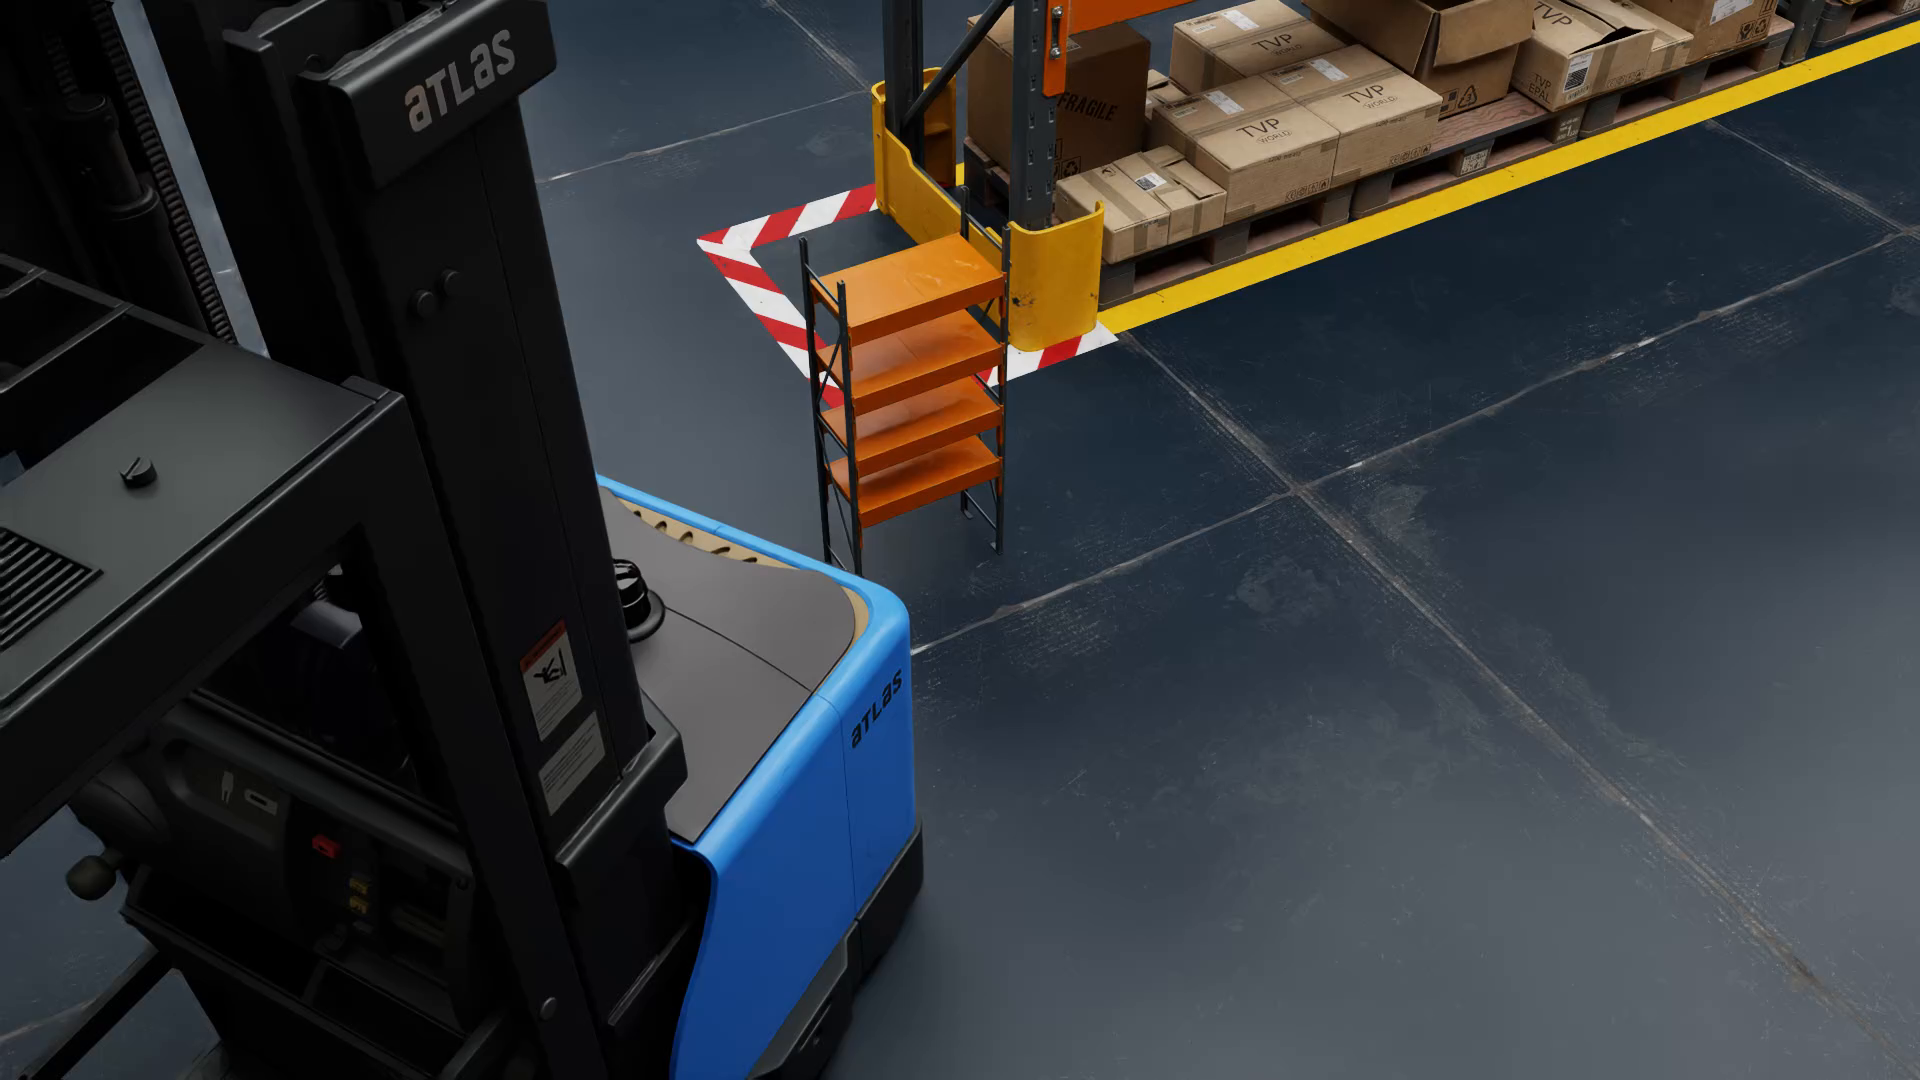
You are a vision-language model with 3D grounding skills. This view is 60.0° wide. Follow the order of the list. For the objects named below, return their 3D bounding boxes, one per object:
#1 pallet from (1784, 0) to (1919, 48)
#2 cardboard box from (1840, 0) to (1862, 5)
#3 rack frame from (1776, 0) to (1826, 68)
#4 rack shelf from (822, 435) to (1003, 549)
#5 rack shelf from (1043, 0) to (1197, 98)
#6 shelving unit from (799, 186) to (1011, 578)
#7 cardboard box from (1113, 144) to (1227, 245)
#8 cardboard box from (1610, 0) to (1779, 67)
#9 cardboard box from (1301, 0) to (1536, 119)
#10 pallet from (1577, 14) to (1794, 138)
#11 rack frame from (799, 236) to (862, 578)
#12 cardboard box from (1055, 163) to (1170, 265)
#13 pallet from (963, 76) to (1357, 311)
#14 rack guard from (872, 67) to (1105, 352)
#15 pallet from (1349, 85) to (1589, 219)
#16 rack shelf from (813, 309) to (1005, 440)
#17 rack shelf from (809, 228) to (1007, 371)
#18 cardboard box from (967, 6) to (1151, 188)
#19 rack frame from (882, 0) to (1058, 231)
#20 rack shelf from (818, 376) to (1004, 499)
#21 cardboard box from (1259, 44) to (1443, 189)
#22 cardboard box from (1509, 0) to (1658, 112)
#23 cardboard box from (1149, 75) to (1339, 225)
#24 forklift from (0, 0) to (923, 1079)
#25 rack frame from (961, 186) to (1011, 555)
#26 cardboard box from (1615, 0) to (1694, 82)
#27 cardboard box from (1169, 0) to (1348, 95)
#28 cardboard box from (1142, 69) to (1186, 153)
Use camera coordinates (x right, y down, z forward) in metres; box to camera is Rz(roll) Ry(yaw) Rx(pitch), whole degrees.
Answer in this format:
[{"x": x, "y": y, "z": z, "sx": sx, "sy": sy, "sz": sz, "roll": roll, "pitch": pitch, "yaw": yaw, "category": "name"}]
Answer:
[{"x": 4.171, "y": -2.809, "z": 7.993, "sx": 1.213, "sy": 0.211, "sz": 1.003, "roll": -22, "pitch": 48, "yaw": -21, "category": "pallet"}, {"x": 4.025, "y": -2.787, "z": 7.447, "sx": 0.500, "sy": 0.500, "sz": 0.500, "roll": -24, "pitch": 49, "yaw": -23, "category": "cardboard box"}, {"x": 3.484, "y": -3.505, "z": 6.708, "sx": 0.127, "sy": 3.000, "sz": 1.000, "roll": -22, "pitch": 48, "yaw": -21, "category": "rack frame"}, {"x": -0.144, "y": -0.182, "z": 4.958, "sx": 0.480, "sy": 0.148, "sz": 0.258, "roll": -22, "pitch": 48, "yaw": -21, "category": "rack shelf"}, {"x": 1.750, "y": -2.553, "z": 6.243, "sx": 4.000, "sy": 0.370, "sz": 1.077, "roll": -22, "pitch": 48, "yaw": -21, "category": "rack shelf"}, {"x": -0.144, "y": -0.373, "z": 4.773, "sx": 0.503, "sy": 1.200, "sz": 0.258, "roll": -22, "pitch": 48, "yaw": -21, "category": "shelving unit"}, {"x": 0.767, "y": -1.283, "z": 6.137, "sx": 0.250, "sy": 0.166, "sz": 0.380, "roll": -22, "pitch": 48, "yaw": -21, "category": "cardboard box"}, {"x": 3.132, "y": -2.397, "z": 7.045, "sx": 0.500, "sy": 0.500, "sz": 0.500, "roll": -22, "pitch": 48, "yaw": -21, "category": "cardboard box"}, {"x": 1.858, "y": -2.112, "z": 6.749, "sx": 0.637, "sy": 0.503, "sz": 0.797, "roll": -22, "pitch": 48, "yaw": -21, "category": "cardboard box"}, {"x": 2.888, "y": -2.267, "z": 7.434, "sx": 1.213, "sy": 0.211, "sz": 1.003, "roll": -22, "pitch": 48, "yaw": -21, "category": "pallet"}, {"x": -0.355, "y": -0.288, "z": 4.686, "sx": 0.015, "sy": 1.200, "sz": 0.240, "roll": -22, "pitch": 48, "yaw": -21, "category": "rack frame"}, {"x": 0.550, "y": -1.190, "z": 6.053, "sx": 0.250, "sy": 0.149, "sz": 0.380, "roll": -22, "pitch": 48, "yaw": -21, "category": "cardboard box"}, {"x": 0.773, "y": -1.420, "z": 6.562, "sx": 1.213, "sy": 0.211, "sz": 1.003, "roll": -22, "pitch": 48, "yaw": -21, "category": "pallet"}, {"x": 0.082, "y": -1.247, "z": 6.176, "sx": 0.348, "sy": 0.500, "sz": 1.175, "roll": -22, "pitch": 48, "yaw": -21, "category": "rack guard"}, {"x": 1.829, "y": -1.841, "z": 6.995, "sx": 1.213, "sy": 0.211, "sz": 1.003, "roll": -22, "pitch": 48, "yaw": -21, "category": "pallet"}, {"x": -0.144, "y": -0.485, "z": 4.664, "sx": 0.480, "sy": 0.148, "sz": 0.258, "roll": -22, "pitch": 48, "yaw": -21, "category": "rack shelf"}, {"x": -0.144, "y": -0.655, "z": 4.499, "sx": 0.480, "sy": 0.148, "sz": 0.258, "roll": -22, "pitch": 48, "yaw": -21, "category": "rack shelf"}, {"x": 0.365, "y": -1.716, "z": 6.343, "sx": 0.500, "sy": 0.500, "sz": 0.500, "roll": -22, "pitch": 48, "yaw": -21, "category": "cardboard box"}, {"x": 0.016, "y": -2.117, "z": 5.278, "sx": 0.127, "sy": 3.000, "sz": 1.000, "roll": -22, "pitch": 48, "yaw": -21, "category": "rack frame"}, {"x": -0.144, "y": -0.325, "z": 4.820, "sx": 0.480, "sy": 0.148, "sz": 0.258, "roll": -22, "pitch": 48, "yaw": -21, "category": "rack shelf"}, {"x": 1.496, "y": -1.653, "z": 6.458, "sx": 0.500, "sy": 0.250, "sz": 0.500, "roll": -22, "pitch": 48, "yaw": -21, "category": "cardboard box"}, {"x": 2.481, "y": -2.069, "z": 6.843, "sx": 0.500, "sy": 0.311, "sz": 0.500, "roll": -22, "pitch": 48, "yaw": -21, "category": "cardboard box"}, {"x": 1.062, "y": -1.479, "z": 6.279, "sx": 0.500, "sy": 0.250, "sz": 0.500, "roll": -22, "pitch": 48, "yaw": -21, "category": "cardboard box"}, {"x": -1.237, "y": 0.585, "z": 2.543, "sx": 1.130, "sy": 2.935, "sz": 3.031, "roll": 21, "pitch": 48, "yaw": 20, "category": "forklift"}, {"x": 0.068, "y": -0.458, "z": 4.860, "sx": 0.015, "sy": 1.200, "sz": 0.240, "roll": -22, "pitch": 48, "yaw": -21, "category": "rack frame"}, {"x": 2.836, "y": -2.105, "z": 6.996, "sx": 0.250, "sy": 0.149, "sz": 0.380, "roll": -22, "pitch": 48, "yaw": -21, "category": "cardboard box"}, {"x": 1.203, "y": -1.937, "z": 6.751, "sx": 0.500, "sy": 0.250, "sz": 0.500, "roll": -22, "pitch": 48, "yaw": -21, "category": "cardboard box"}, {"x": 0.761, "y": -1.682, "z": 6.548, "sx": 0.250, "sy": 0.166, "sz": 0.380, "roll": -22, "pitch": 48, "yaw": -21, "category": "cardboard box"}]
